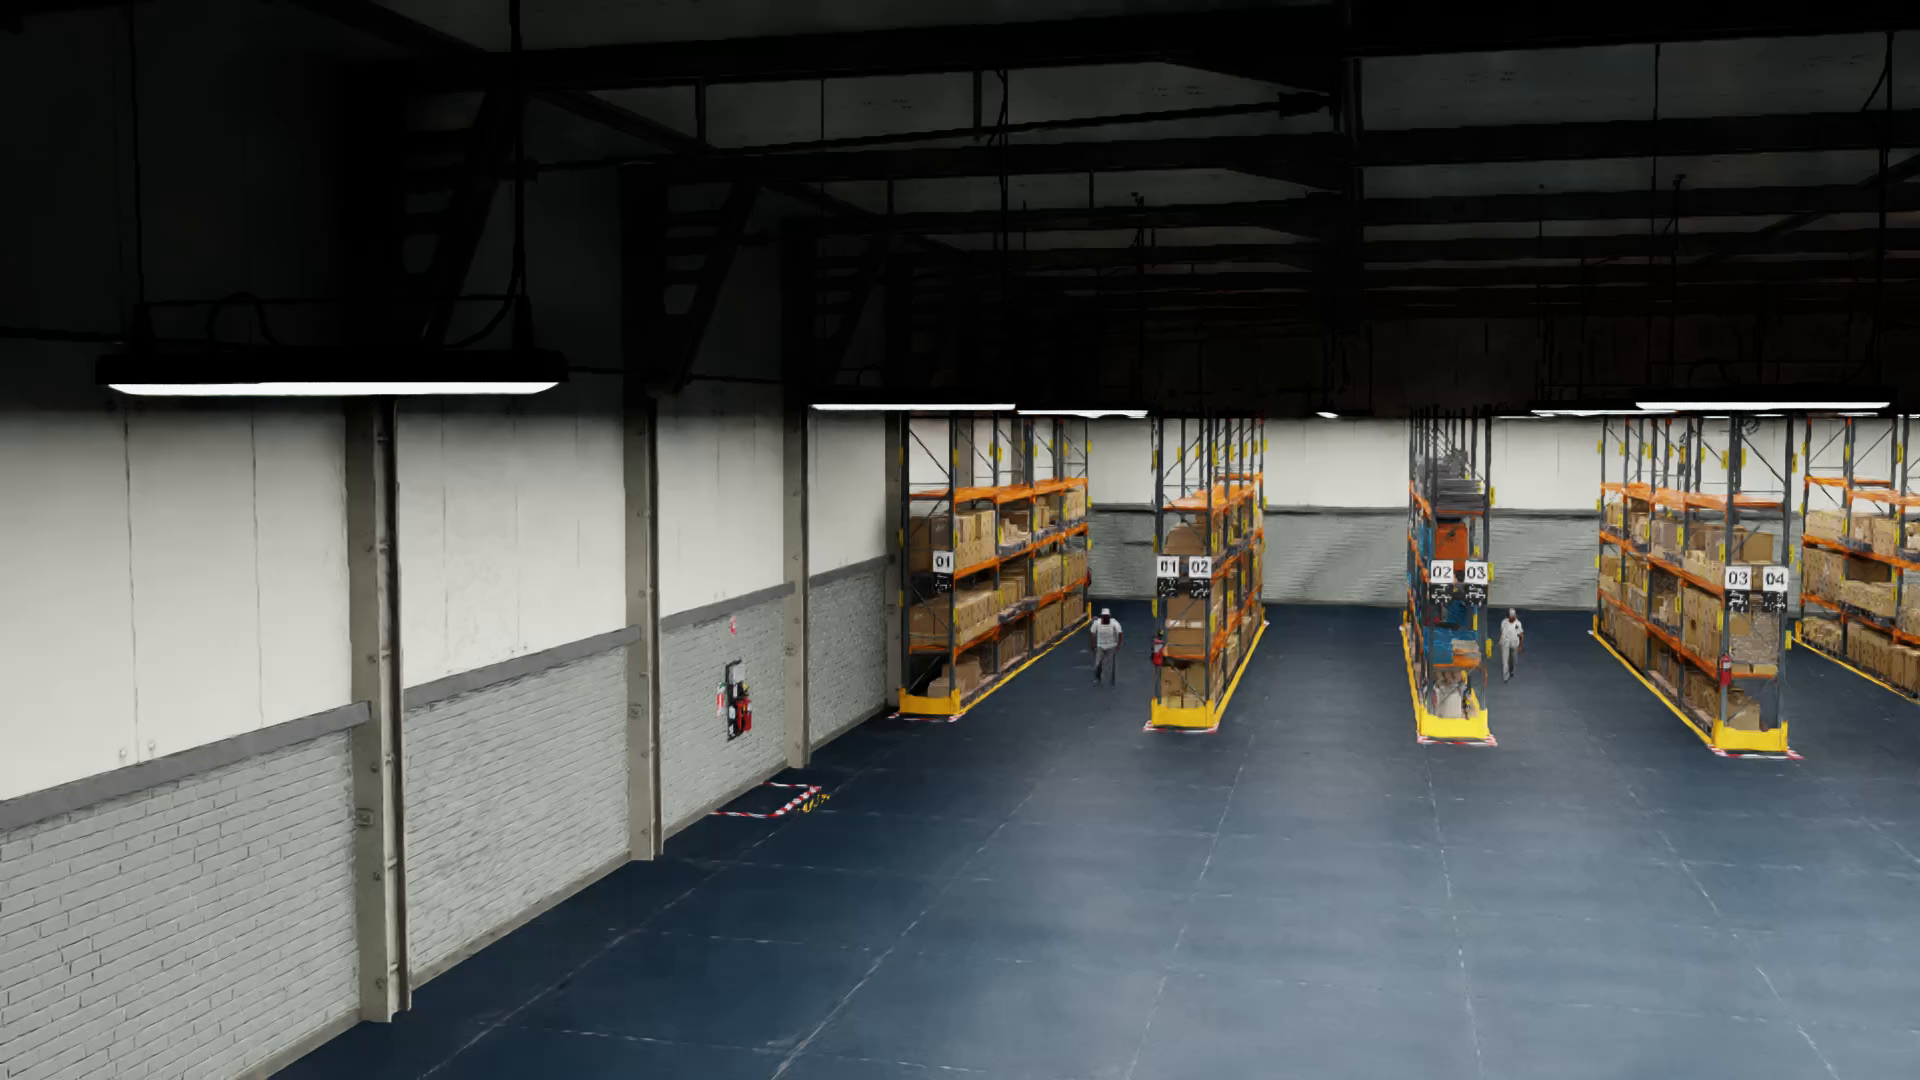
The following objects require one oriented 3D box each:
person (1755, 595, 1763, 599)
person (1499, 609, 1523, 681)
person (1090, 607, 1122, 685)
[{"bbox_3d":[20.695,1.769,43.024,0.553,1.709,1.123,1,4,16],"label":"person"},{"bbox_3d":[12.133,2.294,36.597,0.481,1.583,1.083,1,4,11],"label":"person"},{"bbox_3d":[3.147,2.298,35.932,0.719,1.714,0.578,1,4,13],"label":"person"}]
